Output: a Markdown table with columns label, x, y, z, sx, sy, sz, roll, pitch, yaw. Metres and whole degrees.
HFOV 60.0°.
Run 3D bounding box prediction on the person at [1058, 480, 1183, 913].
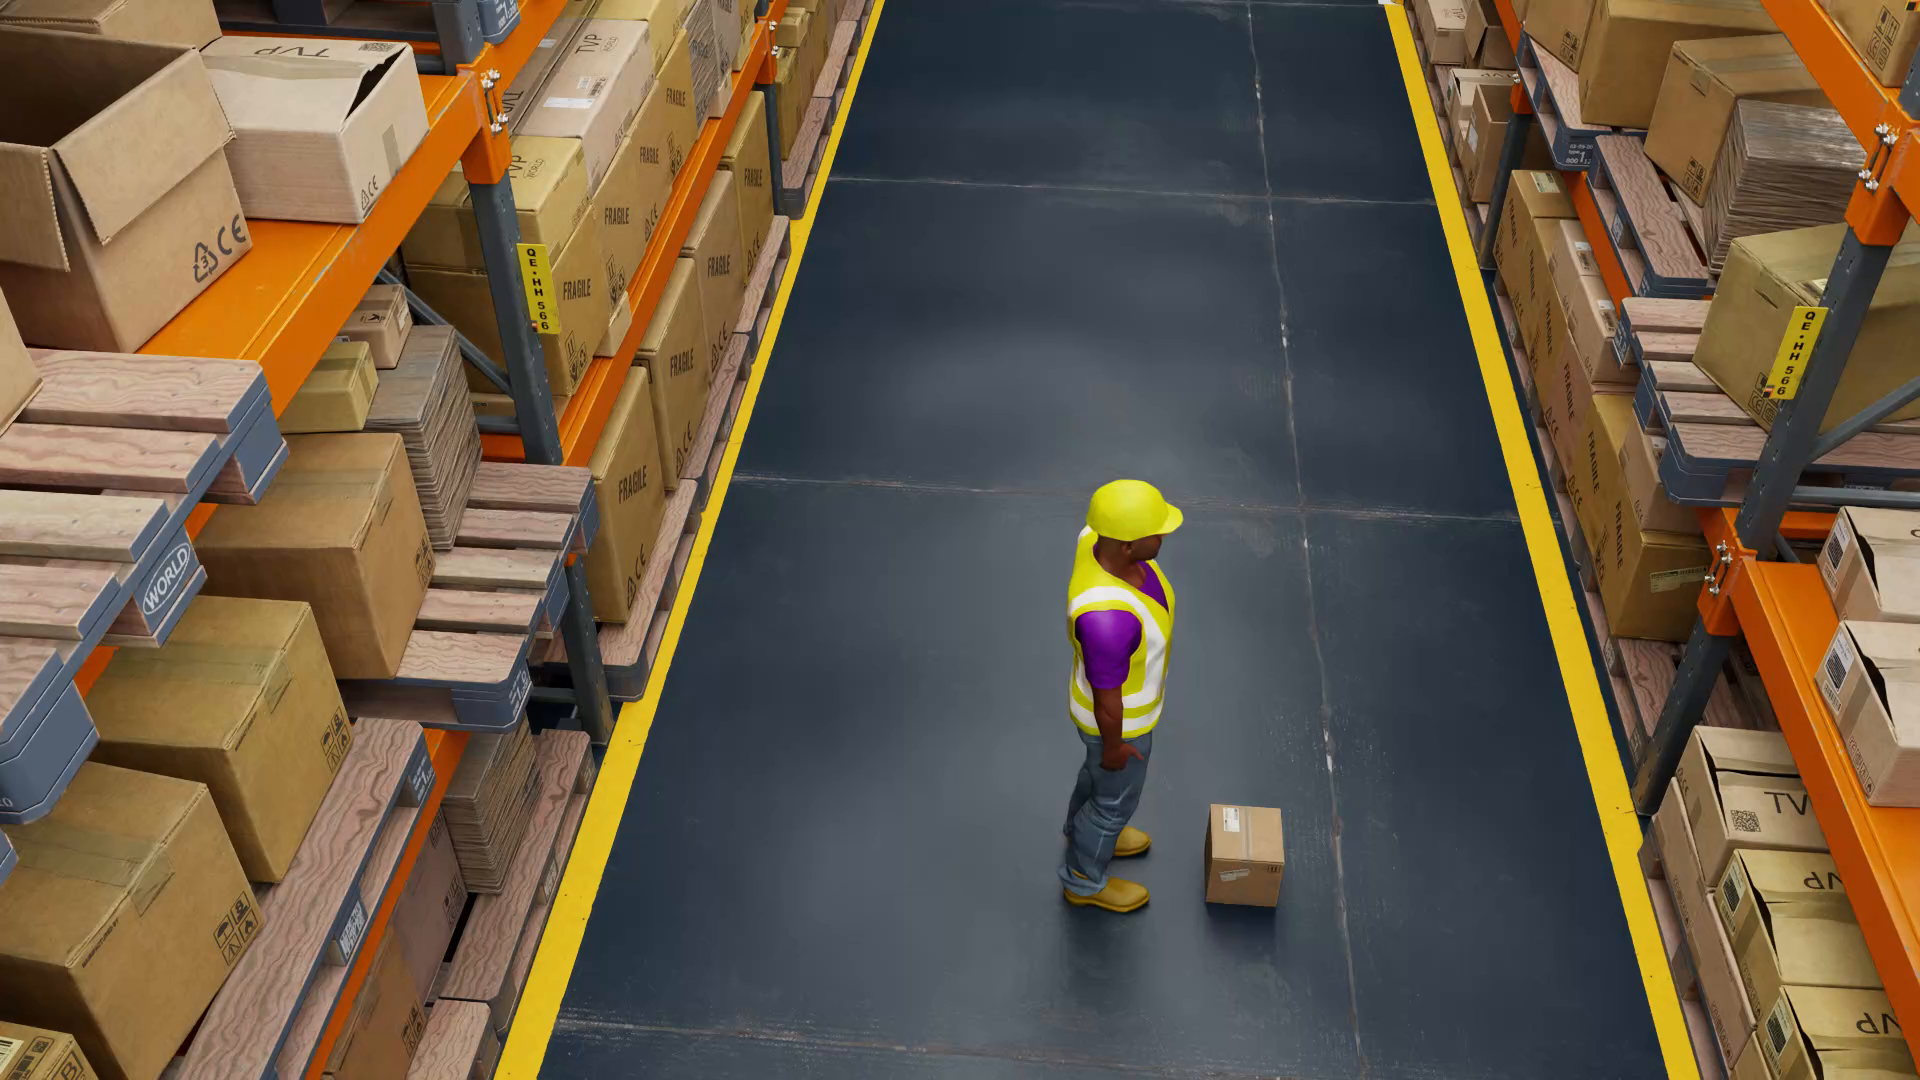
| label | x | y | z | sx | sy | sz | roll | pitch | yaw |
| --- | --- | --- | --- | --- | --- | --- | --- | --- | --- |
| person | 0.518 | 0.514 | 5.523 | 0.356 | 1.761 | 0.563 | 4 | 40 | 5 |
